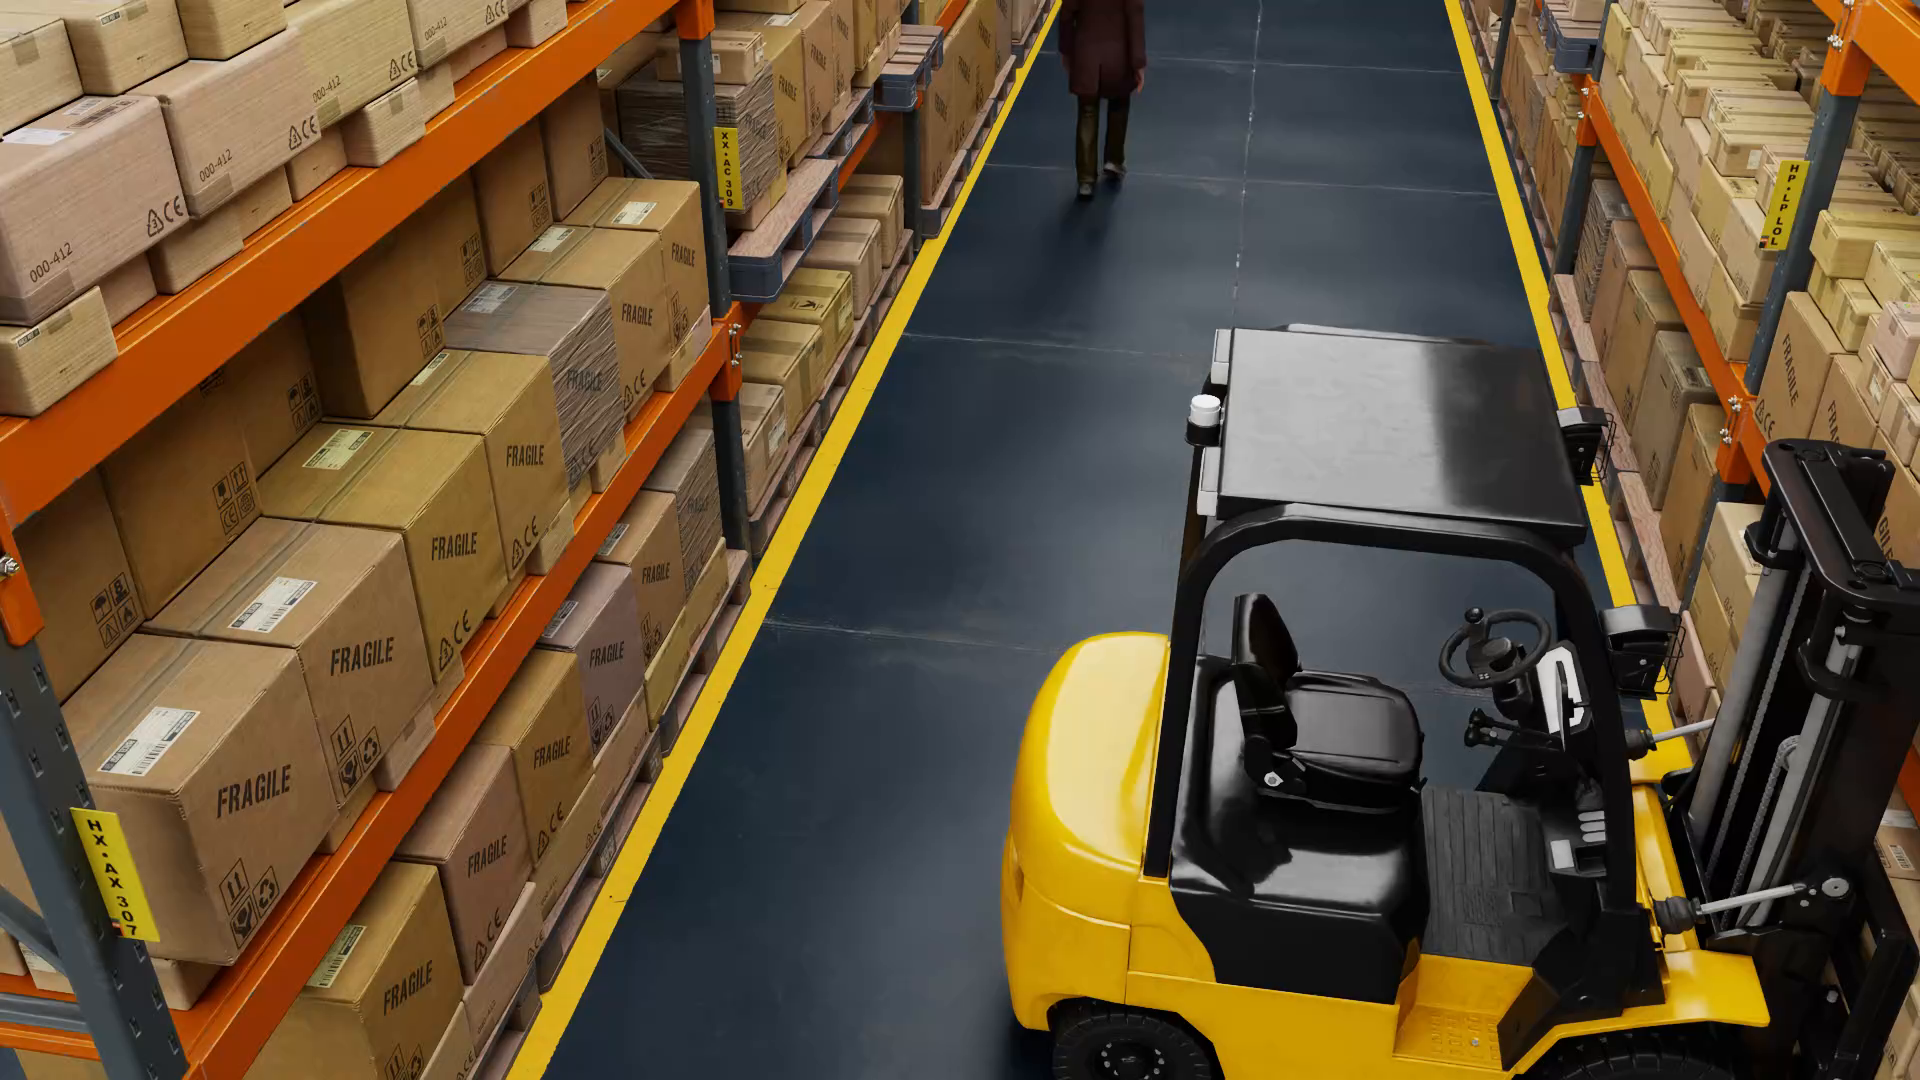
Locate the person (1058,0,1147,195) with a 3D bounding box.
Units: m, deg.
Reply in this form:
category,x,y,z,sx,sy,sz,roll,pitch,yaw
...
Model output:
category,x,y,z,sx,sy,sz,roll,pitch,yaw
person,0.978,-3.283,11.442,0.624,1.833,0.754,4,32,7
